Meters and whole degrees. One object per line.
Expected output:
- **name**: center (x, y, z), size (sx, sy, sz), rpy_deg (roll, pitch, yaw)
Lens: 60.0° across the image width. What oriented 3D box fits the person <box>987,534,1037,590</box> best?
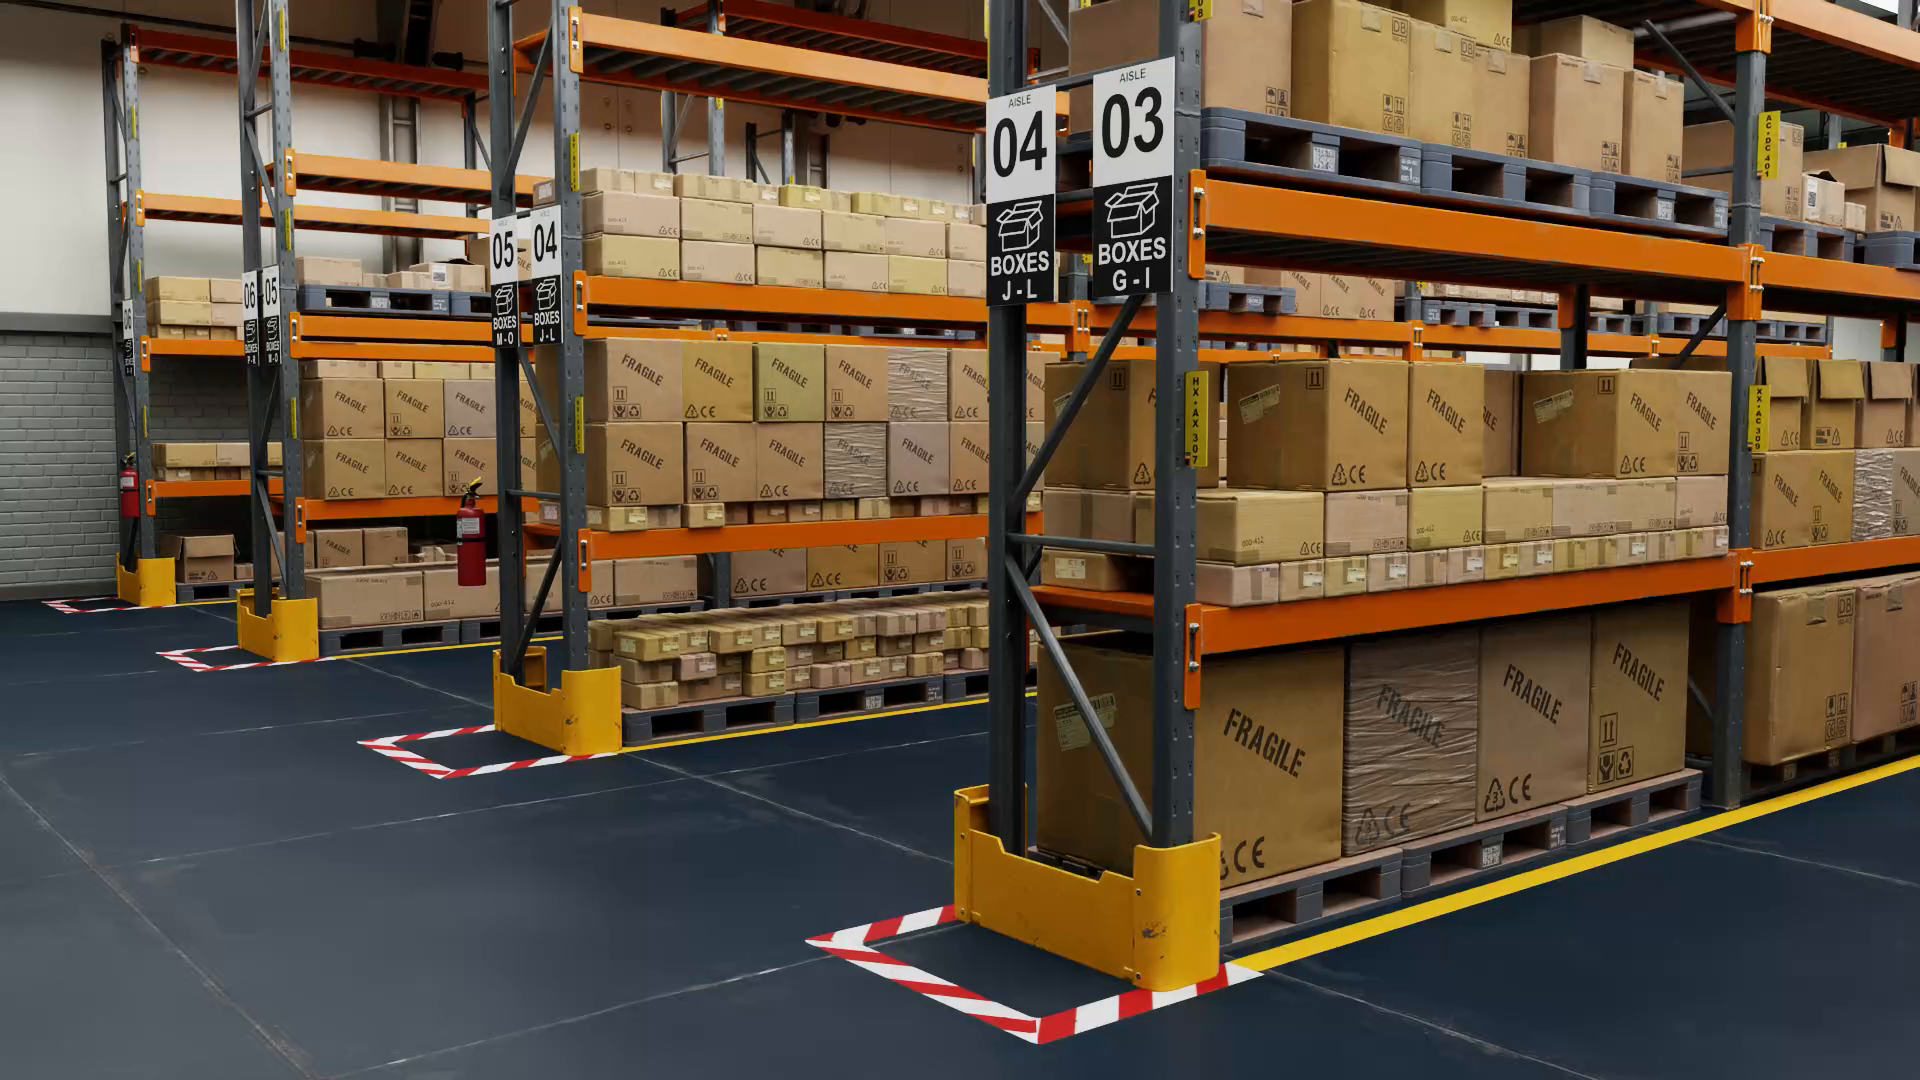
- **person**: center (0.465, -0.021, 15.099), size (0.547, 1.791, 0.358), rpy_deg (-3, 5, -37)
